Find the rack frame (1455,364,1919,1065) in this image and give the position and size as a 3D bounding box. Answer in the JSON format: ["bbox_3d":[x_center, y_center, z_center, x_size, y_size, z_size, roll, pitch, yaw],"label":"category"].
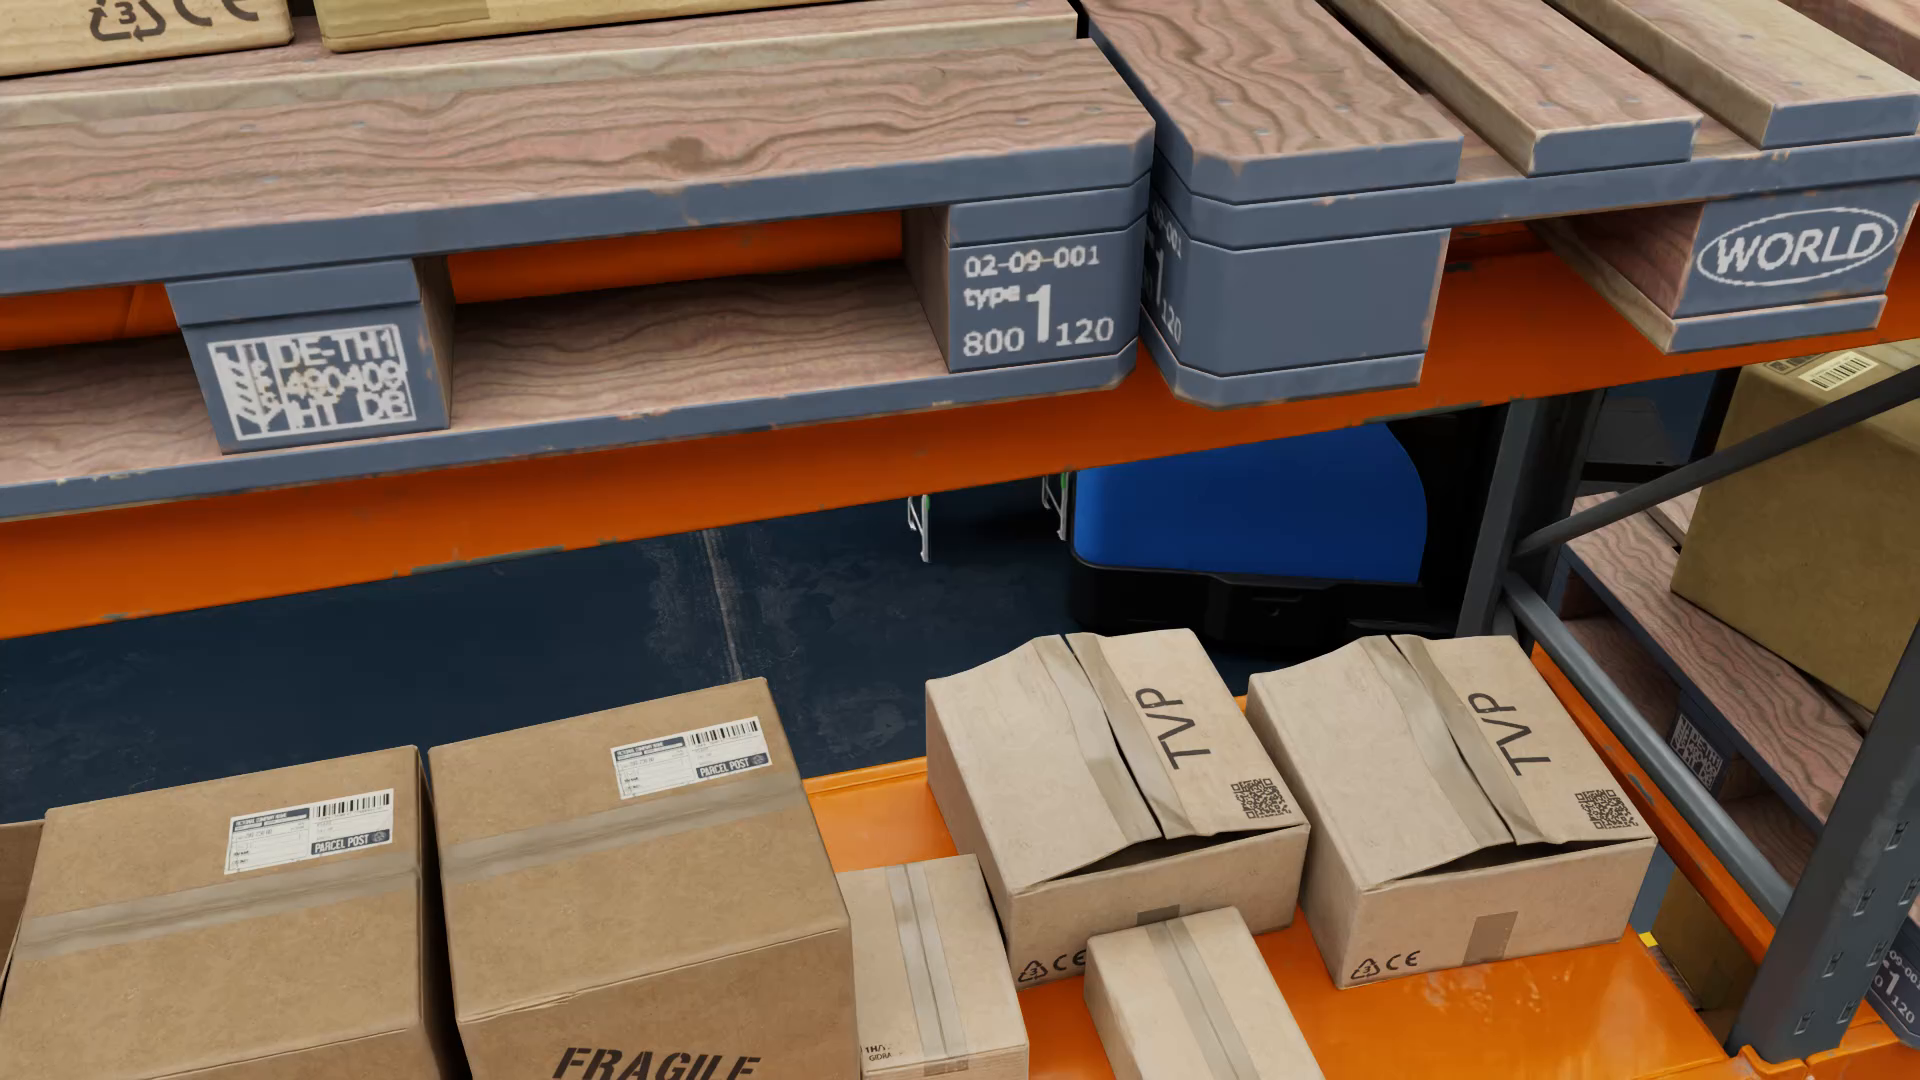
[{"bbox_3d":[1.161,0.356,2.816,0.127,3.000,1.000,-9,38,-12],"label":"rack frame"}]

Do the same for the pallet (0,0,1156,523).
[{"bbox_3d":[-0.550,-0.422,1.519,1.213,0.211,1.003,-8,38,-10],"label":"pallet"}]

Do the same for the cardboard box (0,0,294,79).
[{"bbox_3d":[-0.839,-0.576,1.343,0.500,0.250,0.500,-12,39,-16],"label":"cardboard box"}]

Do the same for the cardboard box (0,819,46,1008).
[{"bbox_3d":[-1.447,0.754,2.213,0.500,0.500,0.500,-7,38,-9],"label":"cardboard box"}]

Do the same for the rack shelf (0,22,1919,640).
[{"bbox_3d":[-0.770,-0.233,1.709,4.000,0.370,1.077,-9,38,-12],"label":"rack shelf"}]

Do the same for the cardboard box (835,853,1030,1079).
[{"bbox_3d":[-0.056,0.691,2.585,0.250,0.149,0.380,-7,38,-9],"label":"cardboard box"}]

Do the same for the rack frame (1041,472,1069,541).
[{"bbox_3d":[0.328,-0.545,5.475,0.015,1.200,0.240,-9,38,-11],"label":"rack frame"}]

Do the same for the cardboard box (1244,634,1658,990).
[{"bbox_3d":[0.798,0.423,2.801,0.500,0.311,0.500,-7,38,-9],"label":"cardboard box"}]

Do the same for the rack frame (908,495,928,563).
[{"bbox_3d":[-0.144,-0.471,5.378,0.015,1.200,0.240,-9,38,-11],"label":"rack frame"}]

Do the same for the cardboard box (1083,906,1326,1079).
[{"bbox_3d":[0.364,0.760,2.494,0.250,0.149,0.380,-9,38,-12],"label":"cardboard box"}]

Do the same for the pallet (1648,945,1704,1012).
[{"bbox_3d":[1.891,1.367,3.789,1.213,0.211,1.003,-9,38,-12],"label":"pallet"}]

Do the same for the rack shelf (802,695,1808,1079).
[{"bbox_3d":[-0.770,0.958,2.620,4.000,0.370,1.077,-9,38,-12],"label":"rack shelf"}]

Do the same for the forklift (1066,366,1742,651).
[{"bbox_3d":[1.891,-1.068,4.734,3.031,2.935,1.130,3,38,4],"label":"forklift"}]

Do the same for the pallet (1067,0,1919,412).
[{"bbox_3d":[0.529,-0.601,1.753,1.003,0.211,1.213,-8,38,-10],"label":"pallet"}]

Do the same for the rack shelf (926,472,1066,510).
[{"bbox_3d":[0.092,-0.267,5.612,0.480,0.148,0.258,-9,38,-11],"label":"rack shelf"}]

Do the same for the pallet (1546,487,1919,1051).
[{"bbox_3d":[1.797,0.284,3.068,1.003,0.211,1.213,-9,38,-12],"label":"pallet"}]

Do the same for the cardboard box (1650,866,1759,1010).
[{"bbox_3d":[2.002,0.888,3.815,0.500,0.500,0.500,-8,38,-10],"label":"cardboard box"}]

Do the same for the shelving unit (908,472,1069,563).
[{"bbox_3d":[0.092,-0.508,5.427,0.503,1.200,0.258,-9,38,-11],"label":"shelving unit"}]

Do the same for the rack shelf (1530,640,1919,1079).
[{"bbox_3d":[3.091,0.325,3.449,4.000,0.370,1.077,-9,38,-12],"label":"rack shelf"}]

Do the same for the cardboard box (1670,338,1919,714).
[{"bbox_3d":[1.739,-0.016,2.875,0.500,0.500,0.700,-23,43,-27],"label":"cardboard box"}]

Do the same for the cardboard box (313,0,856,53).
[{"bbox_3d":[-0.319,-0.660,1.453,0.500,0.250,0.500,-10,39,-13],"label":"cardboard box"}]

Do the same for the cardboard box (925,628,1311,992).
[{"bbox_3d":[0.247,0.419,2.806,0.500,0.311,0.500,-10,38,-12],"label":"cardboard box"}]

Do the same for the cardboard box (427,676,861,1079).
[{"bbox_3d":[-0.455,0.592,2.426,0.500,0.500,0.500,-11,39,-14],"label":"cardboard box"}]

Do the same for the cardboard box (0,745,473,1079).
[{"bbox_3d":[-0.963,0.675,2.317,0.500,0.500,0.500,-9,38,-12],"label":"cardboard box"}]

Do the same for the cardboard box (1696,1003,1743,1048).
[{"bbox_3d":[1.675,1.270,3.317,0.500,0.500,0.500,-8,38,-10],"label":"cardboard box"}]
